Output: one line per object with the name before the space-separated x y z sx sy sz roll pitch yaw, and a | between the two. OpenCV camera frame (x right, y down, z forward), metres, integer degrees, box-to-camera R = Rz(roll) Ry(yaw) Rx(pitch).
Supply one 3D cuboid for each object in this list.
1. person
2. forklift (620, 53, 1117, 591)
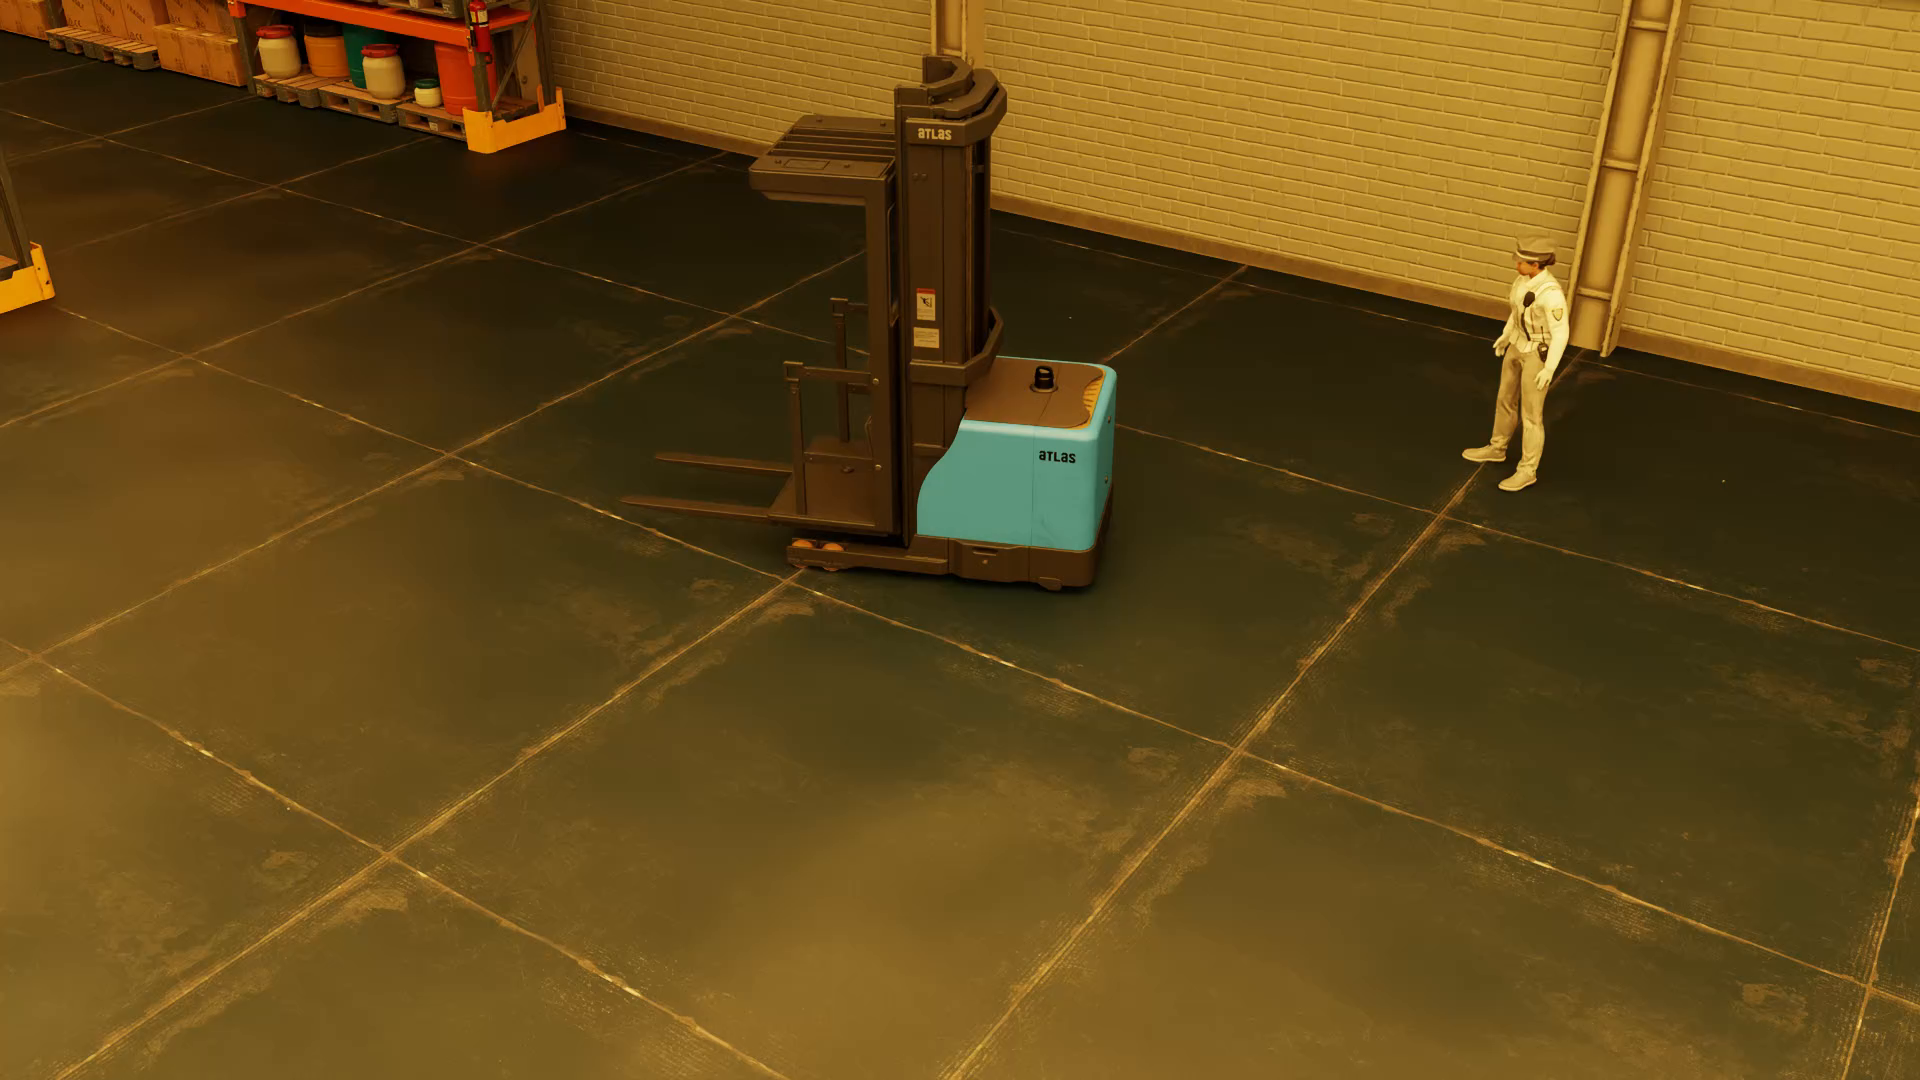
person | 3.710 -1.197 10.912 0.421 1.668 0.642 -5 30 -8
forklift | -0.596 -1.330 9.871 3.031 2.935 1.130 6 31 10
